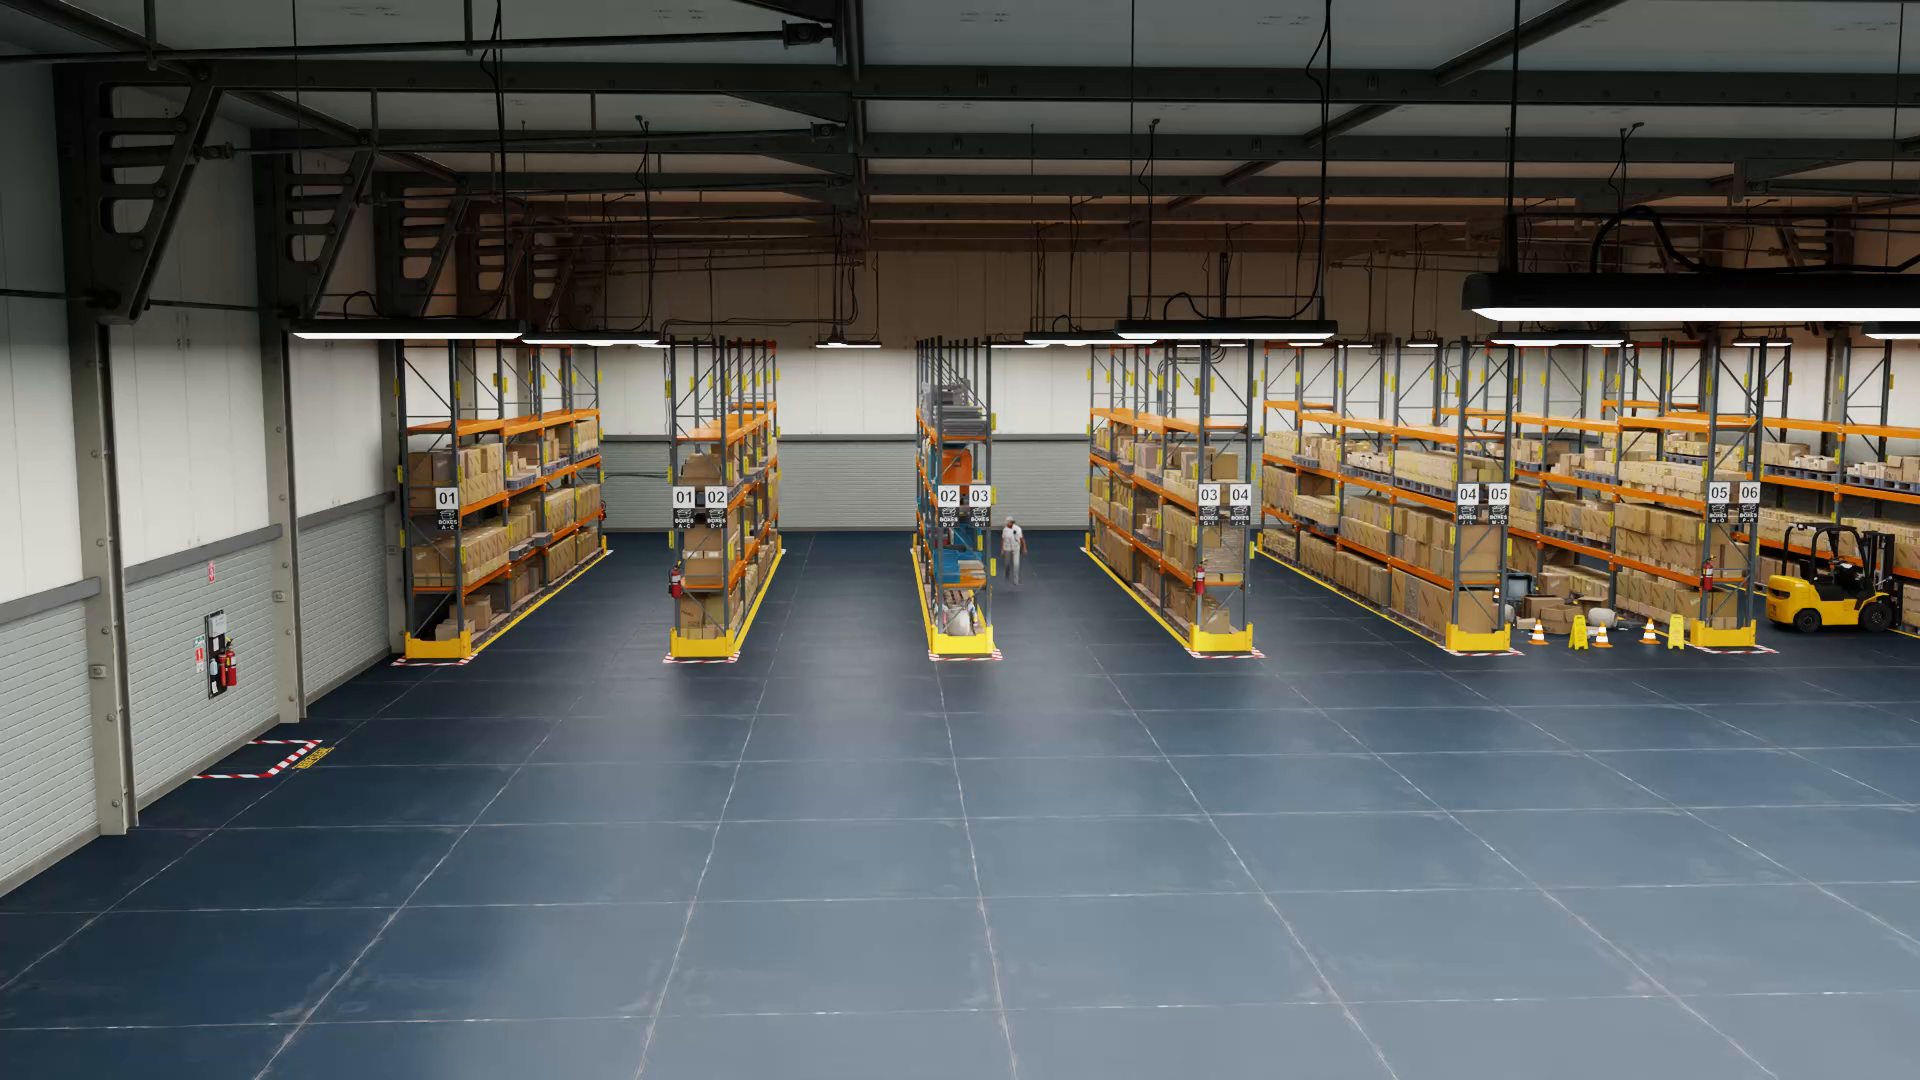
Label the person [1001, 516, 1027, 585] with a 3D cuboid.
[{"bbox_3d":[1.278,0.238,39.242,0.618,1.621,0.940,0,6,0],"label":"person"}]
